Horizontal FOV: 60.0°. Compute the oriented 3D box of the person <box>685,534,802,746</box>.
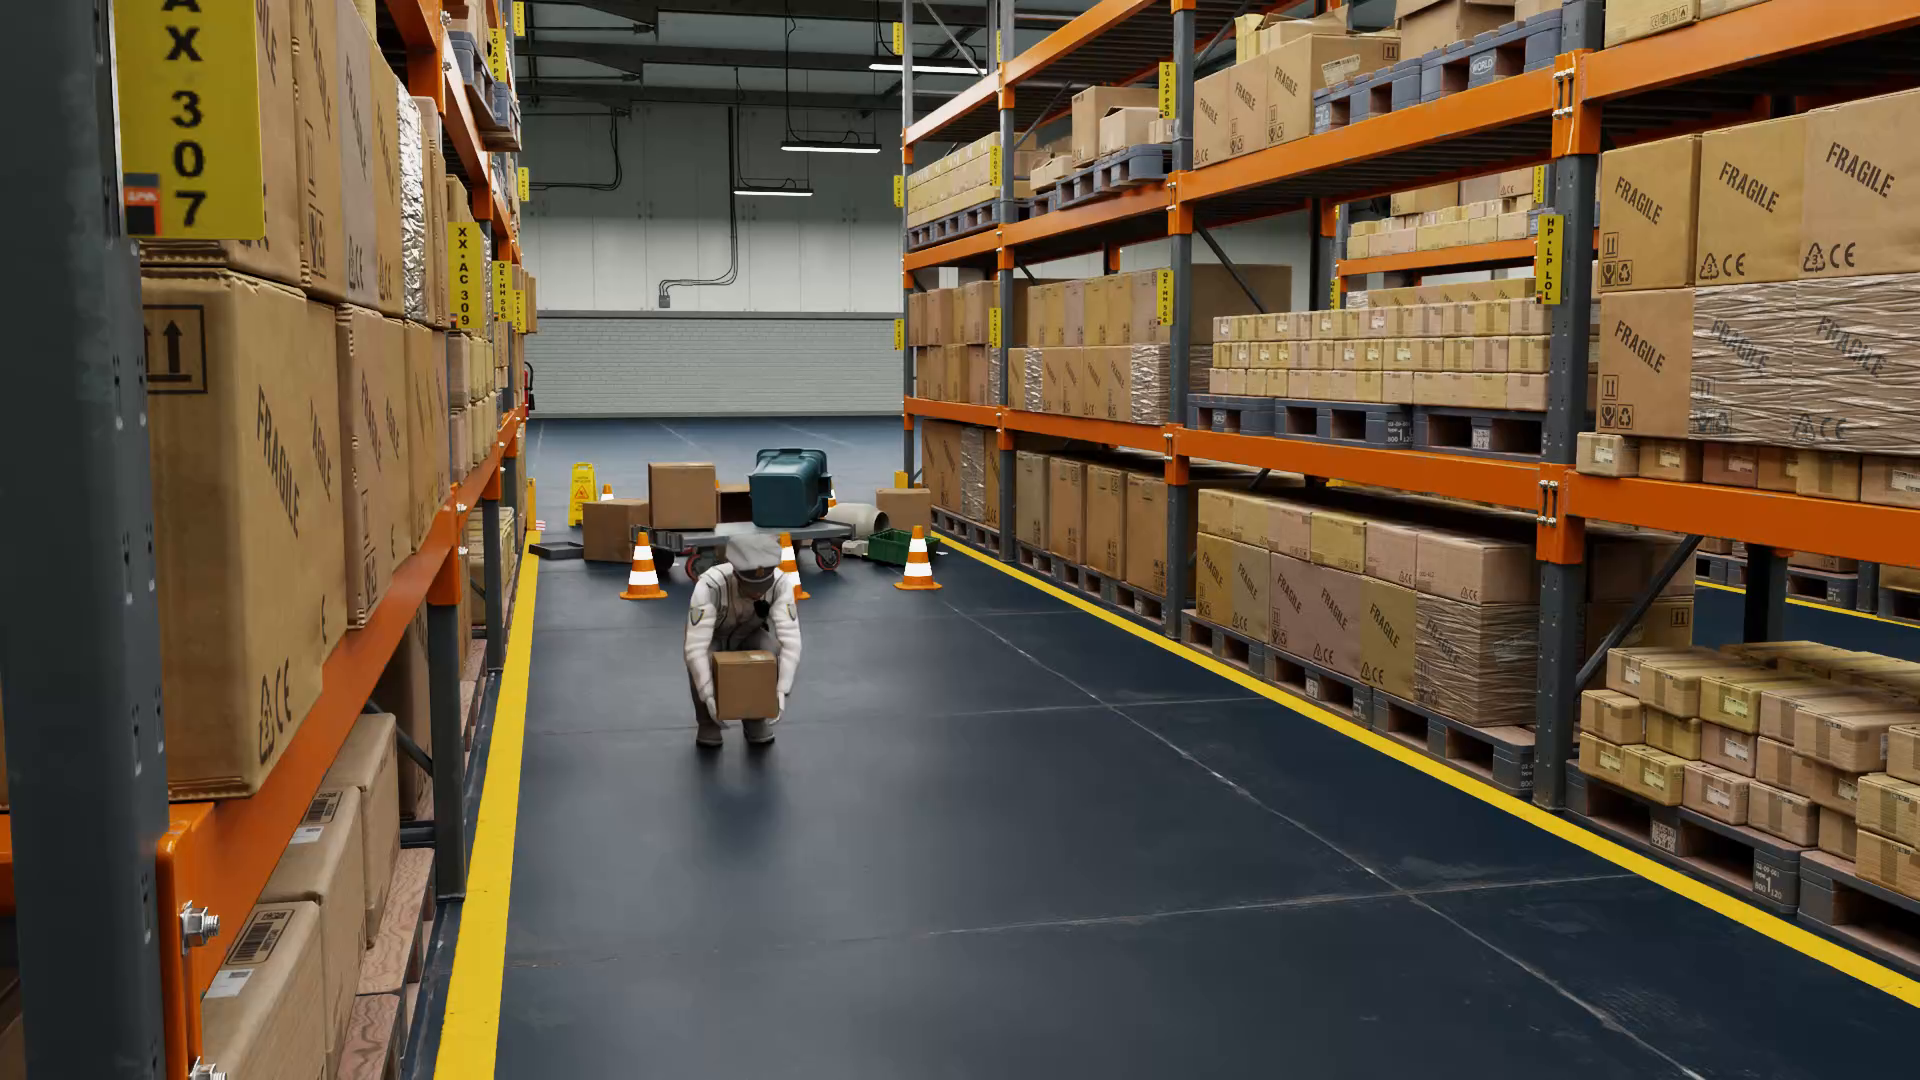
[{"bbox_3d":[-0.986,0.435,7.441,0.515,0.970,0.807,-2,6,-14],"label":"person"}]
